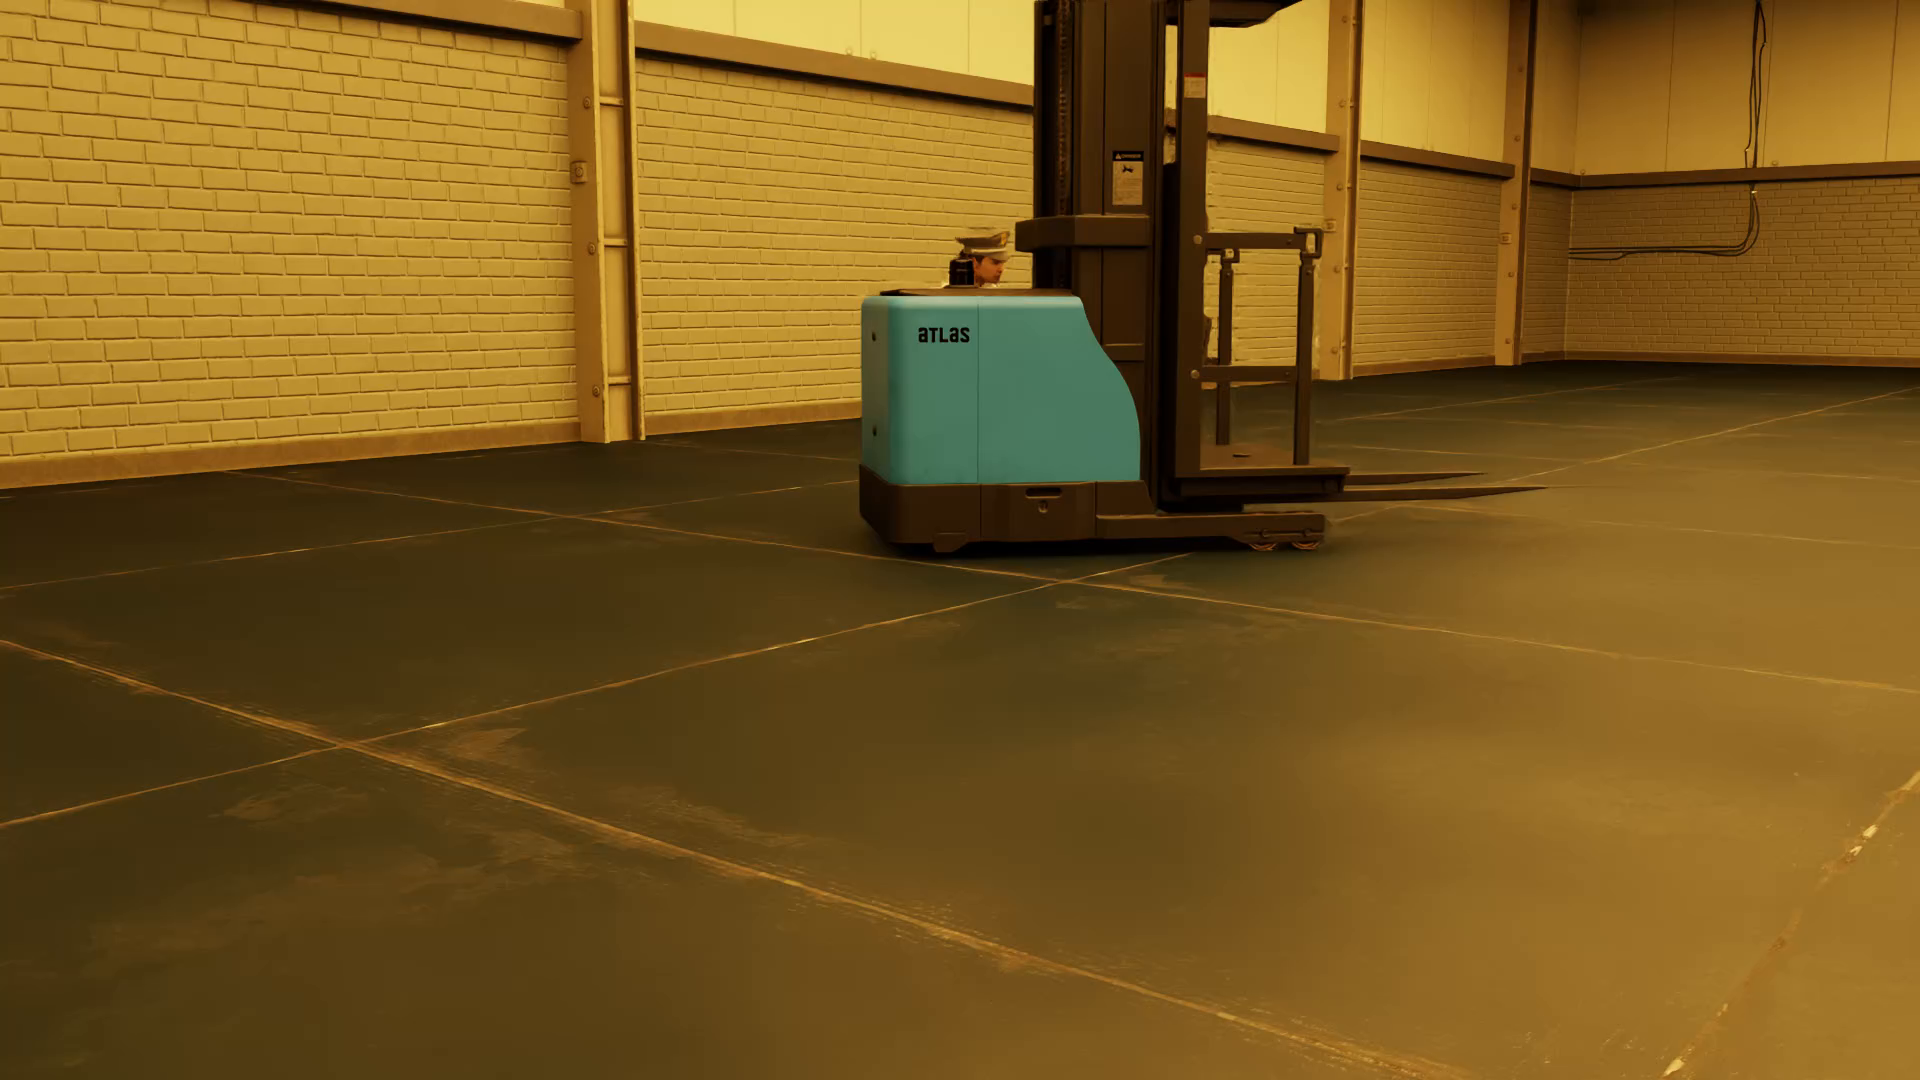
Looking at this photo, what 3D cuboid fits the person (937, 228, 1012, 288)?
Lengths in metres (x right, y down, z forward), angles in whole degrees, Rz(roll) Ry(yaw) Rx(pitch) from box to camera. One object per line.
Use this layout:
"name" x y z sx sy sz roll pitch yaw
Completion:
"person" 0.225 -0.755 7.973 0.852 1.461 0.738 6 10 35

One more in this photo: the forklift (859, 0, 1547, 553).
"forklift" 1.104 -1.476 7.369 3.031 2.935 1.130 -2 8 -11
